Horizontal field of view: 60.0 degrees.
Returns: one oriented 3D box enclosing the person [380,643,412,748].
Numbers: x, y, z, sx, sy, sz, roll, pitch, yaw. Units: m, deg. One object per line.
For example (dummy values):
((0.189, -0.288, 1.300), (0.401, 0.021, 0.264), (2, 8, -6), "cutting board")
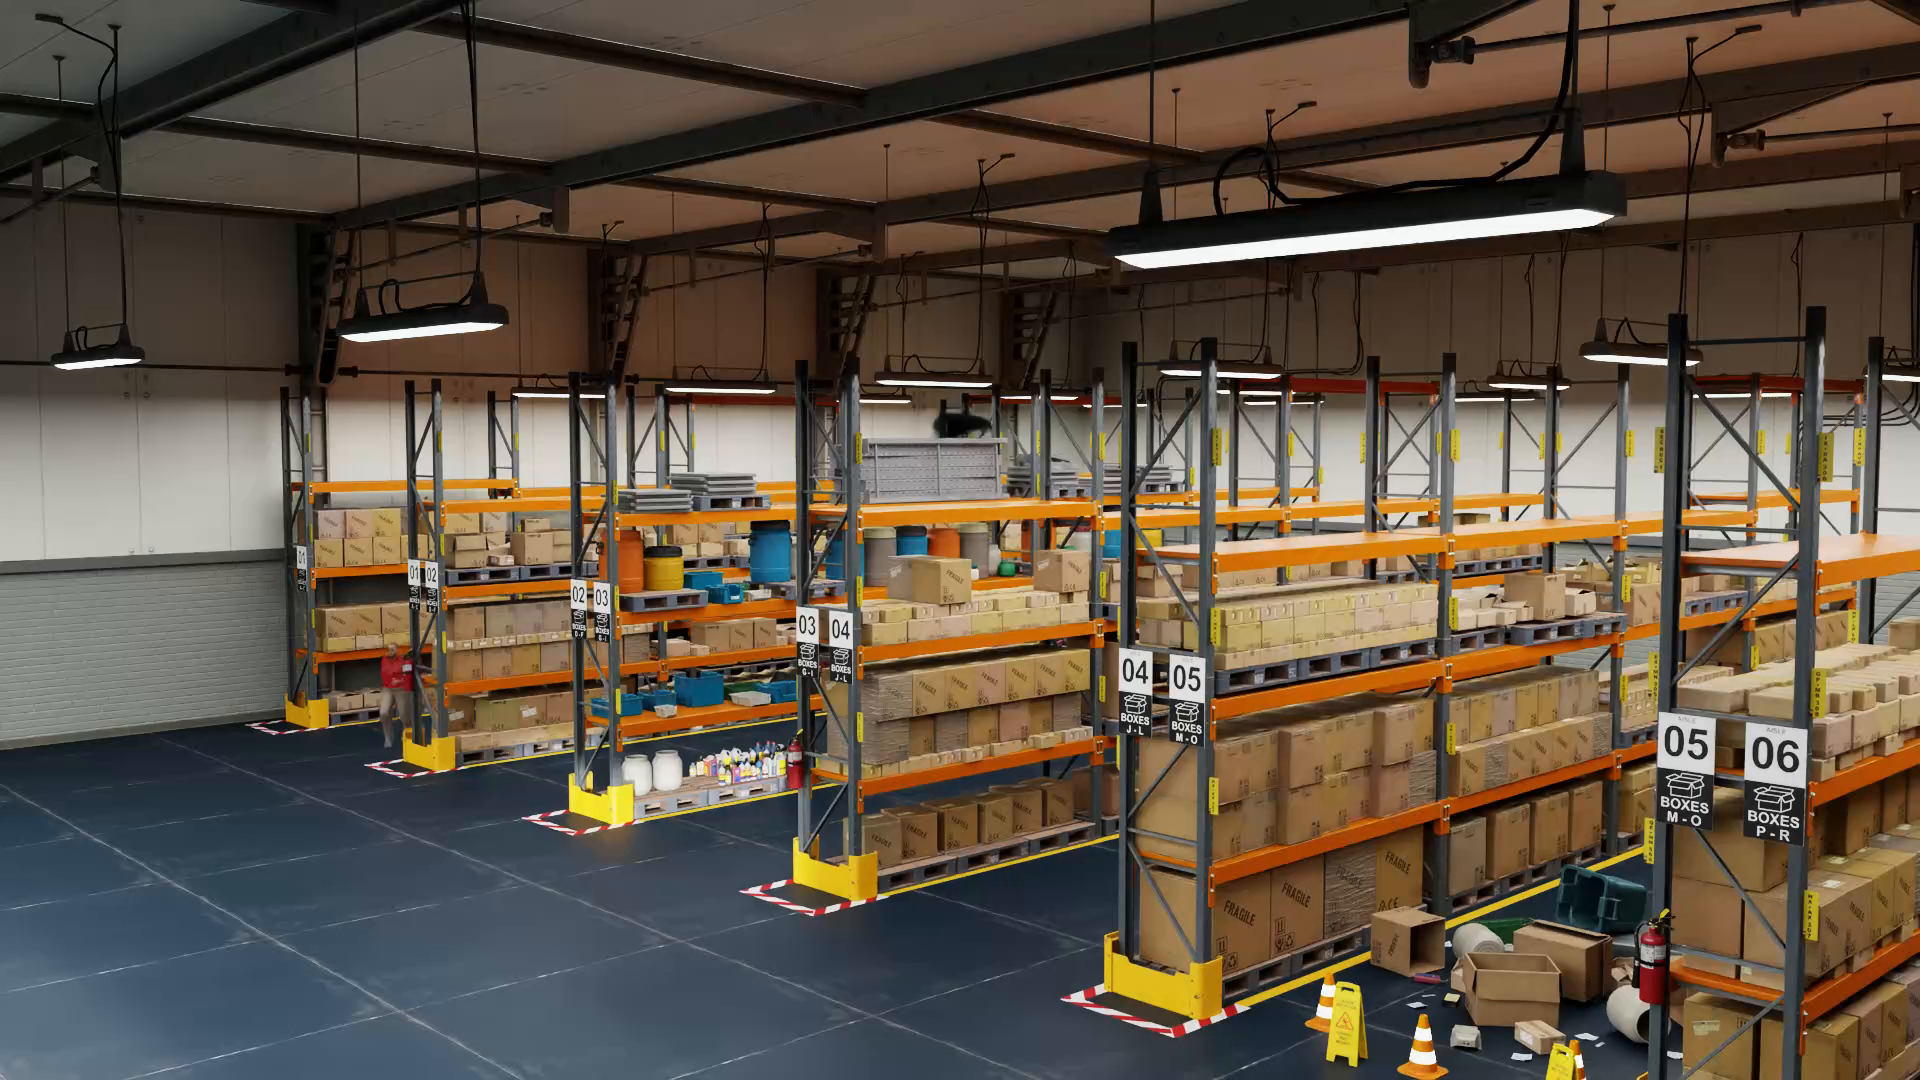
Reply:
((-9.341, 2.580, 27.544), (0.591, 1.788, 0.875), (0, 4, 3), "person")
